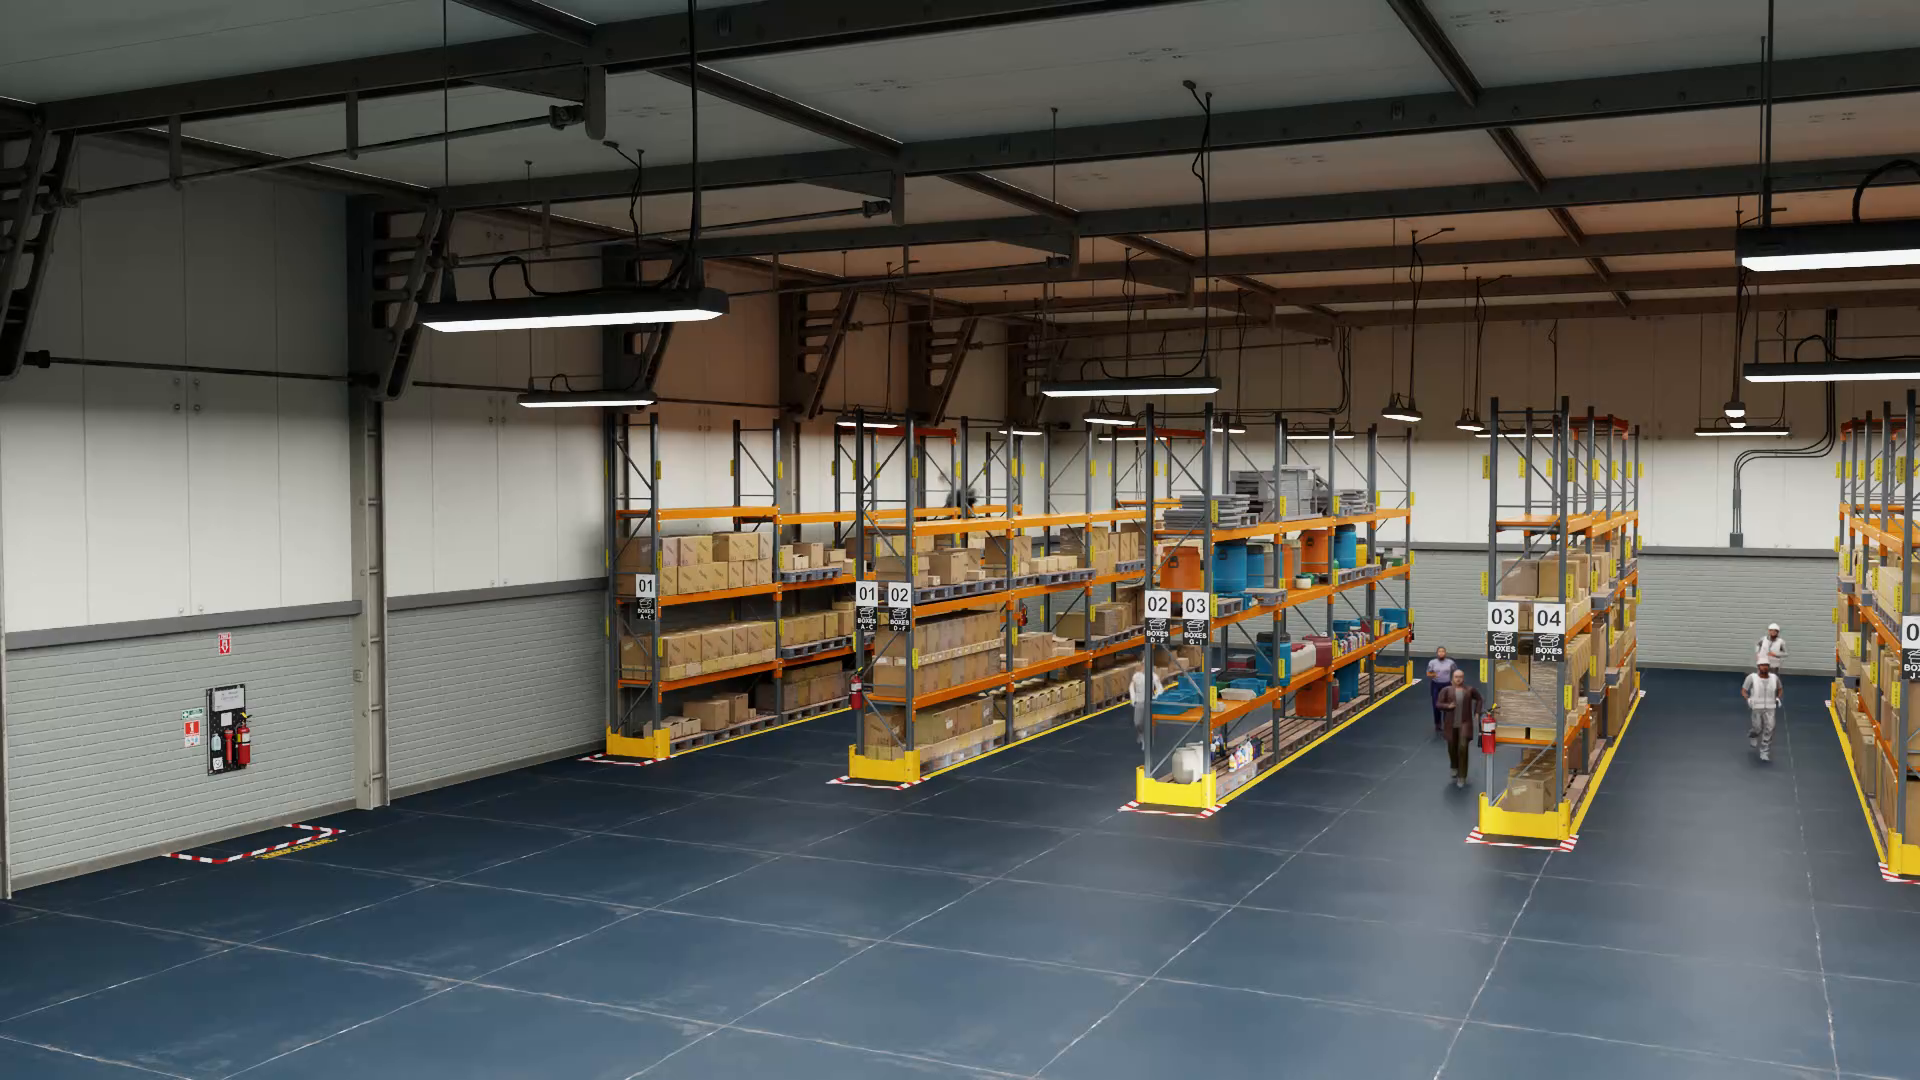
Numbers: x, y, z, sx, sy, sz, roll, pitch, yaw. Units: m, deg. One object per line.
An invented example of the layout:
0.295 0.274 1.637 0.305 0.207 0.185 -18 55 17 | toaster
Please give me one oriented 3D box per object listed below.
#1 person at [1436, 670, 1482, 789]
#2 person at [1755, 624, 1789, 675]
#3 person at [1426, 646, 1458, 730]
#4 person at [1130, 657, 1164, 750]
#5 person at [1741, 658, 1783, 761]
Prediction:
7.950 2.980 26.528 0.684 1.824 0.949 1 3 23 | person
17.135 2.656 35.126 0.664 1.788 0.886 1 3 31 | person
9.158 2.870 31.609 0.583 1.670 0.660 1 3 17 | person
3.334 2.924 29.837 0.634 1.660 0.544 1 3 17 | person
13.931 2.918 28.868 0.669 1.753 0.769 1 2 13 | person
